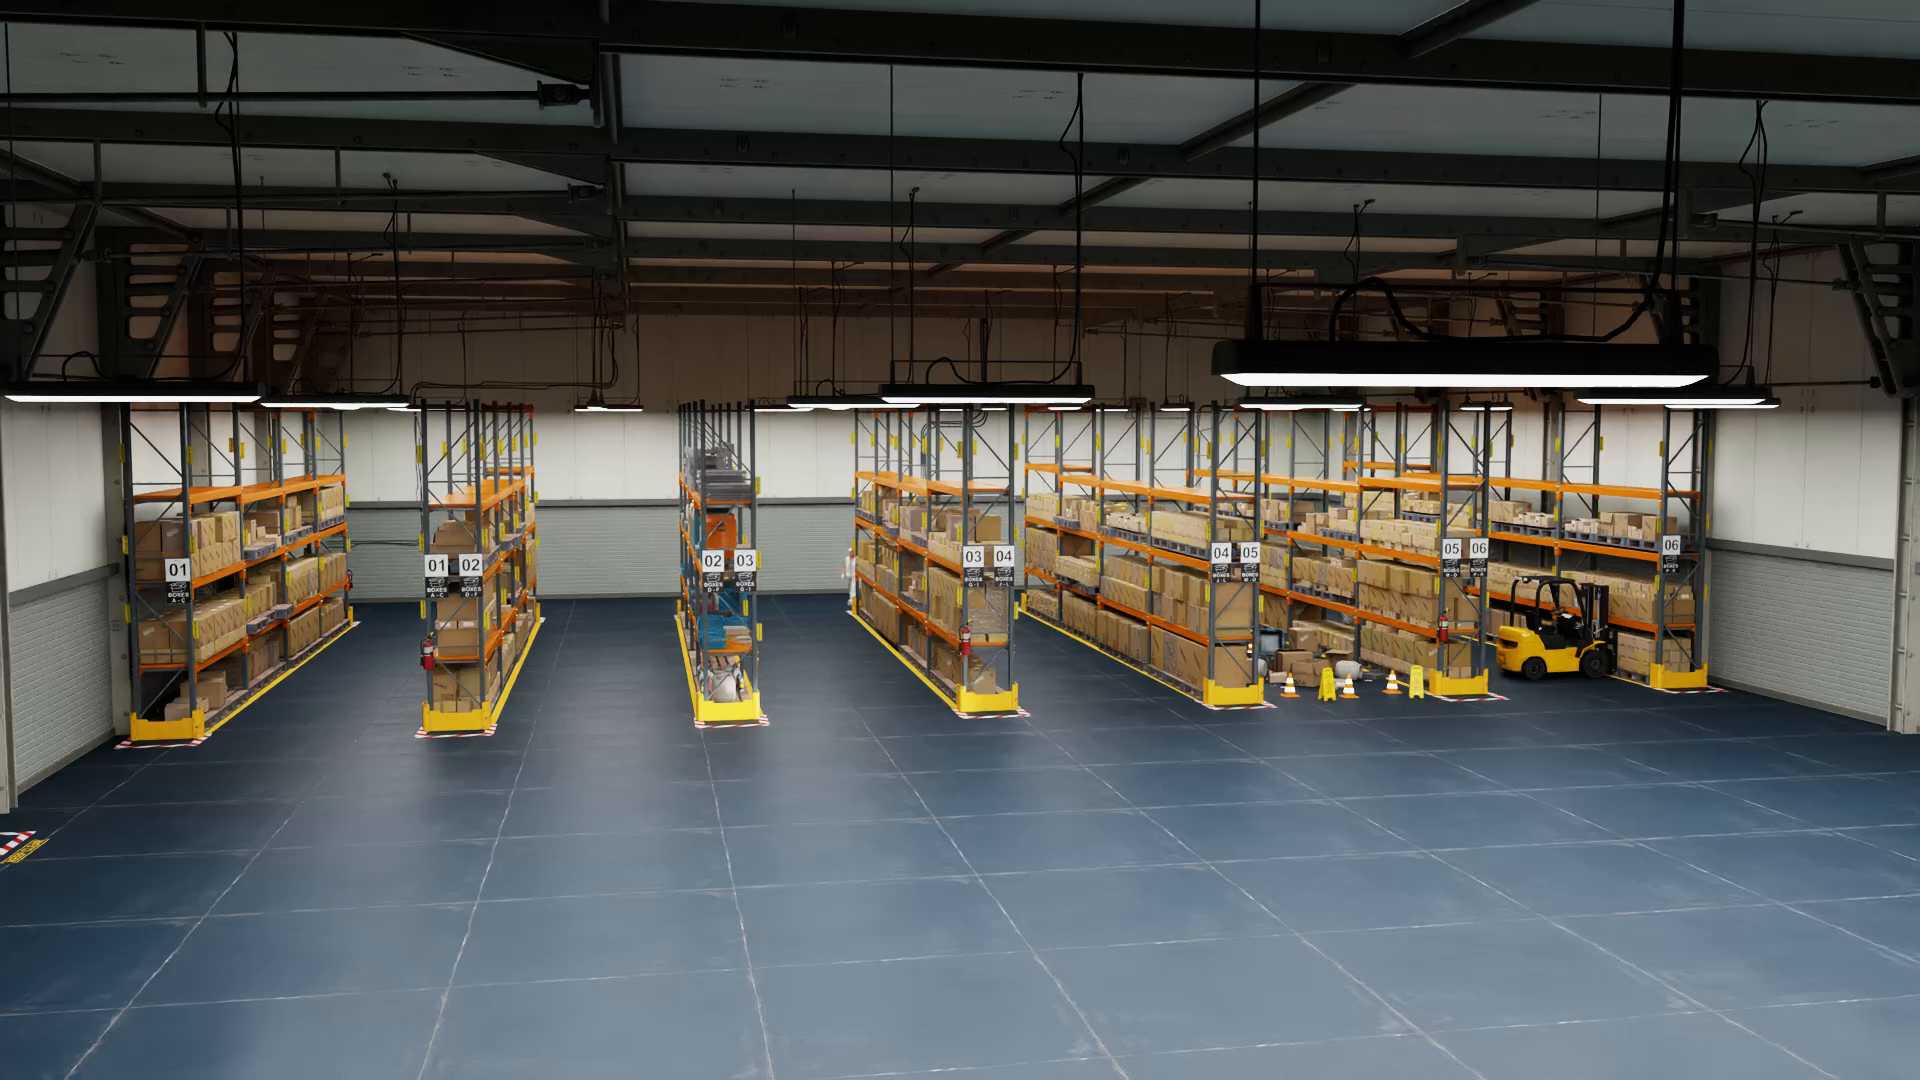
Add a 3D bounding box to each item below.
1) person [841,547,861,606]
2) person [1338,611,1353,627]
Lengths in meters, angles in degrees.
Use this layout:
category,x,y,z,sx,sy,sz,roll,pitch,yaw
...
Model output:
category,x,y,z,sx,sy,sz,roll,pitch,yaw
person,-3.243,1.080,49.854,0.532,1.727,1.135,2,5,21
person,10.454,1.456,44.940,0.612,1.774,0.398,-4,6,-41
